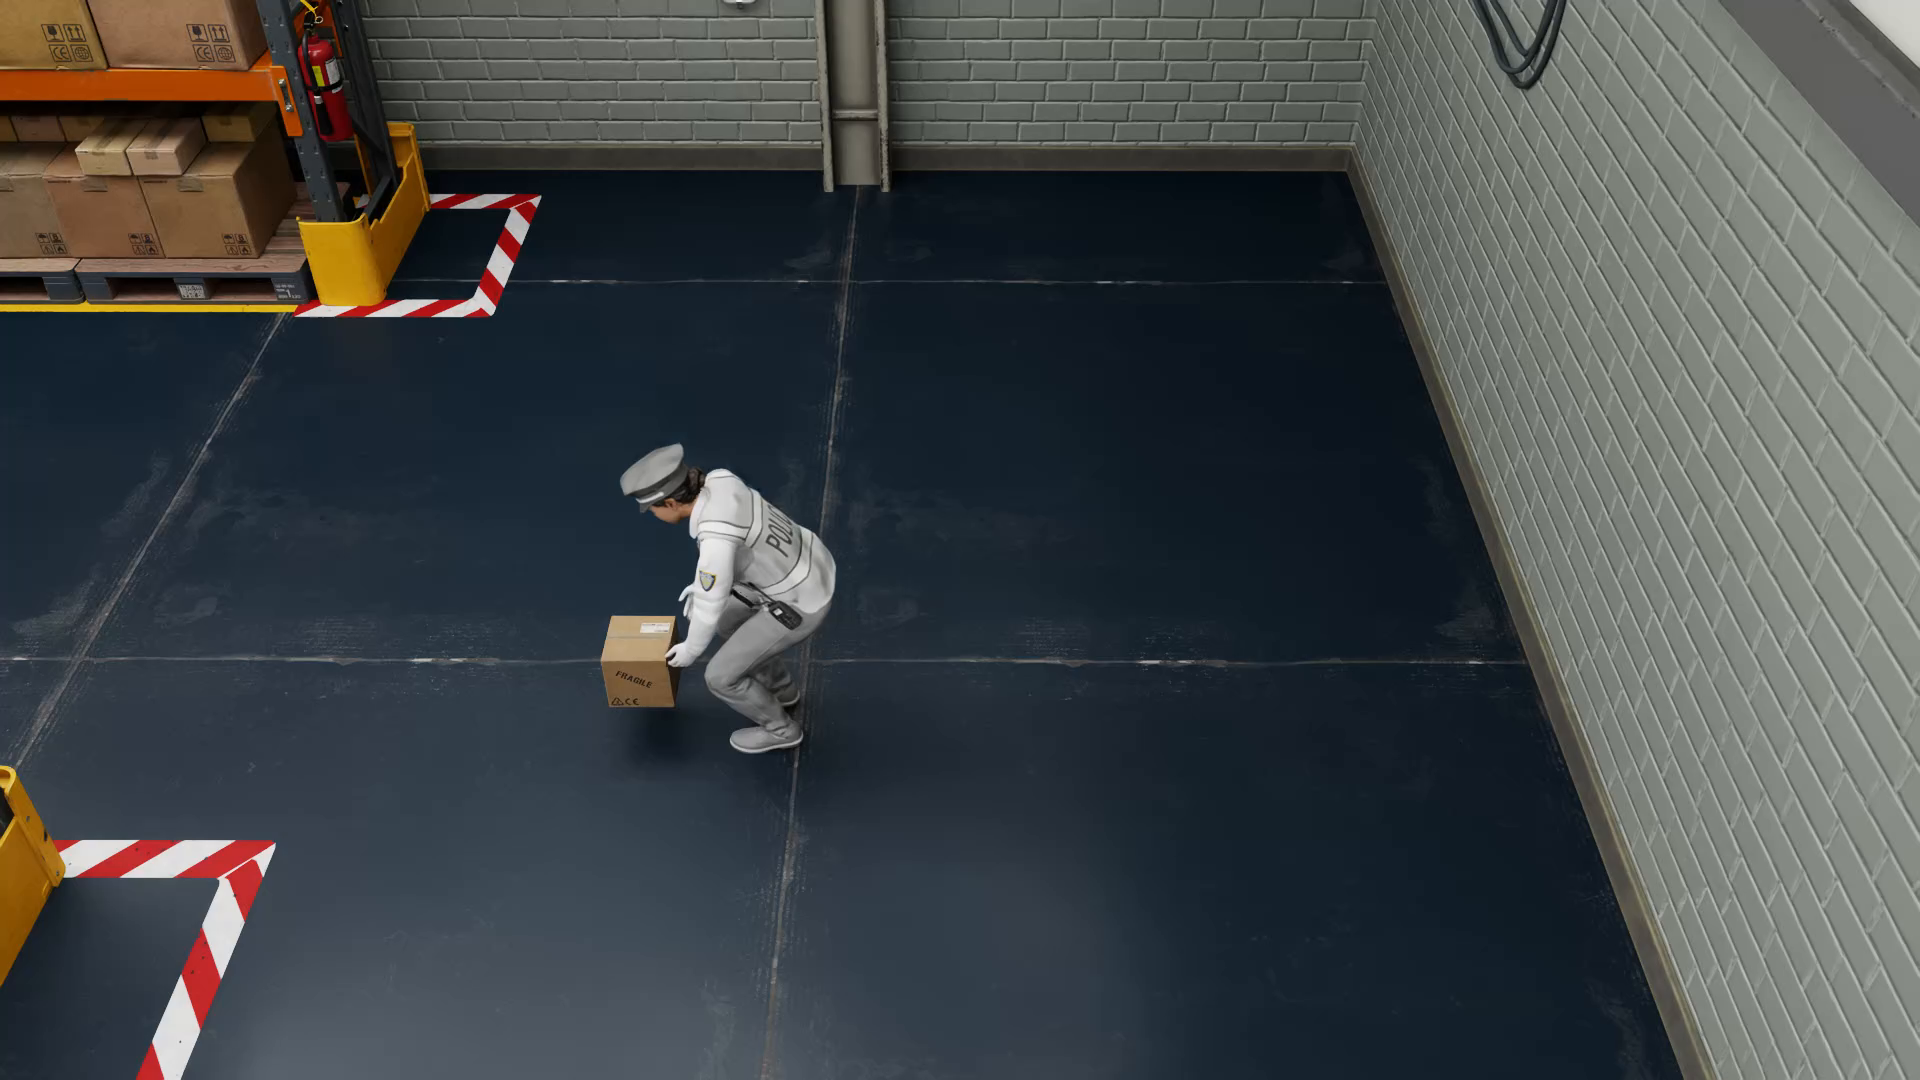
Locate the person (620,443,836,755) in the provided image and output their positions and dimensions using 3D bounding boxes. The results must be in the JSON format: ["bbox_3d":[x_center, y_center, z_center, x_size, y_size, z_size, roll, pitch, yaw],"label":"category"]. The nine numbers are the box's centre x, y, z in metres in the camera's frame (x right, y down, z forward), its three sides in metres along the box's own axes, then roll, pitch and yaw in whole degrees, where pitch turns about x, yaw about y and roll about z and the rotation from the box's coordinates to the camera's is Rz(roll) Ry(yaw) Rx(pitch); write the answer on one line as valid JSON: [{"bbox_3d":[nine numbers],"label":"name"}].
[{"bbox_3d":[-0.818,0.226,6.137,0.723,1.349,0.535,0,40,0],"label":"person"}]
